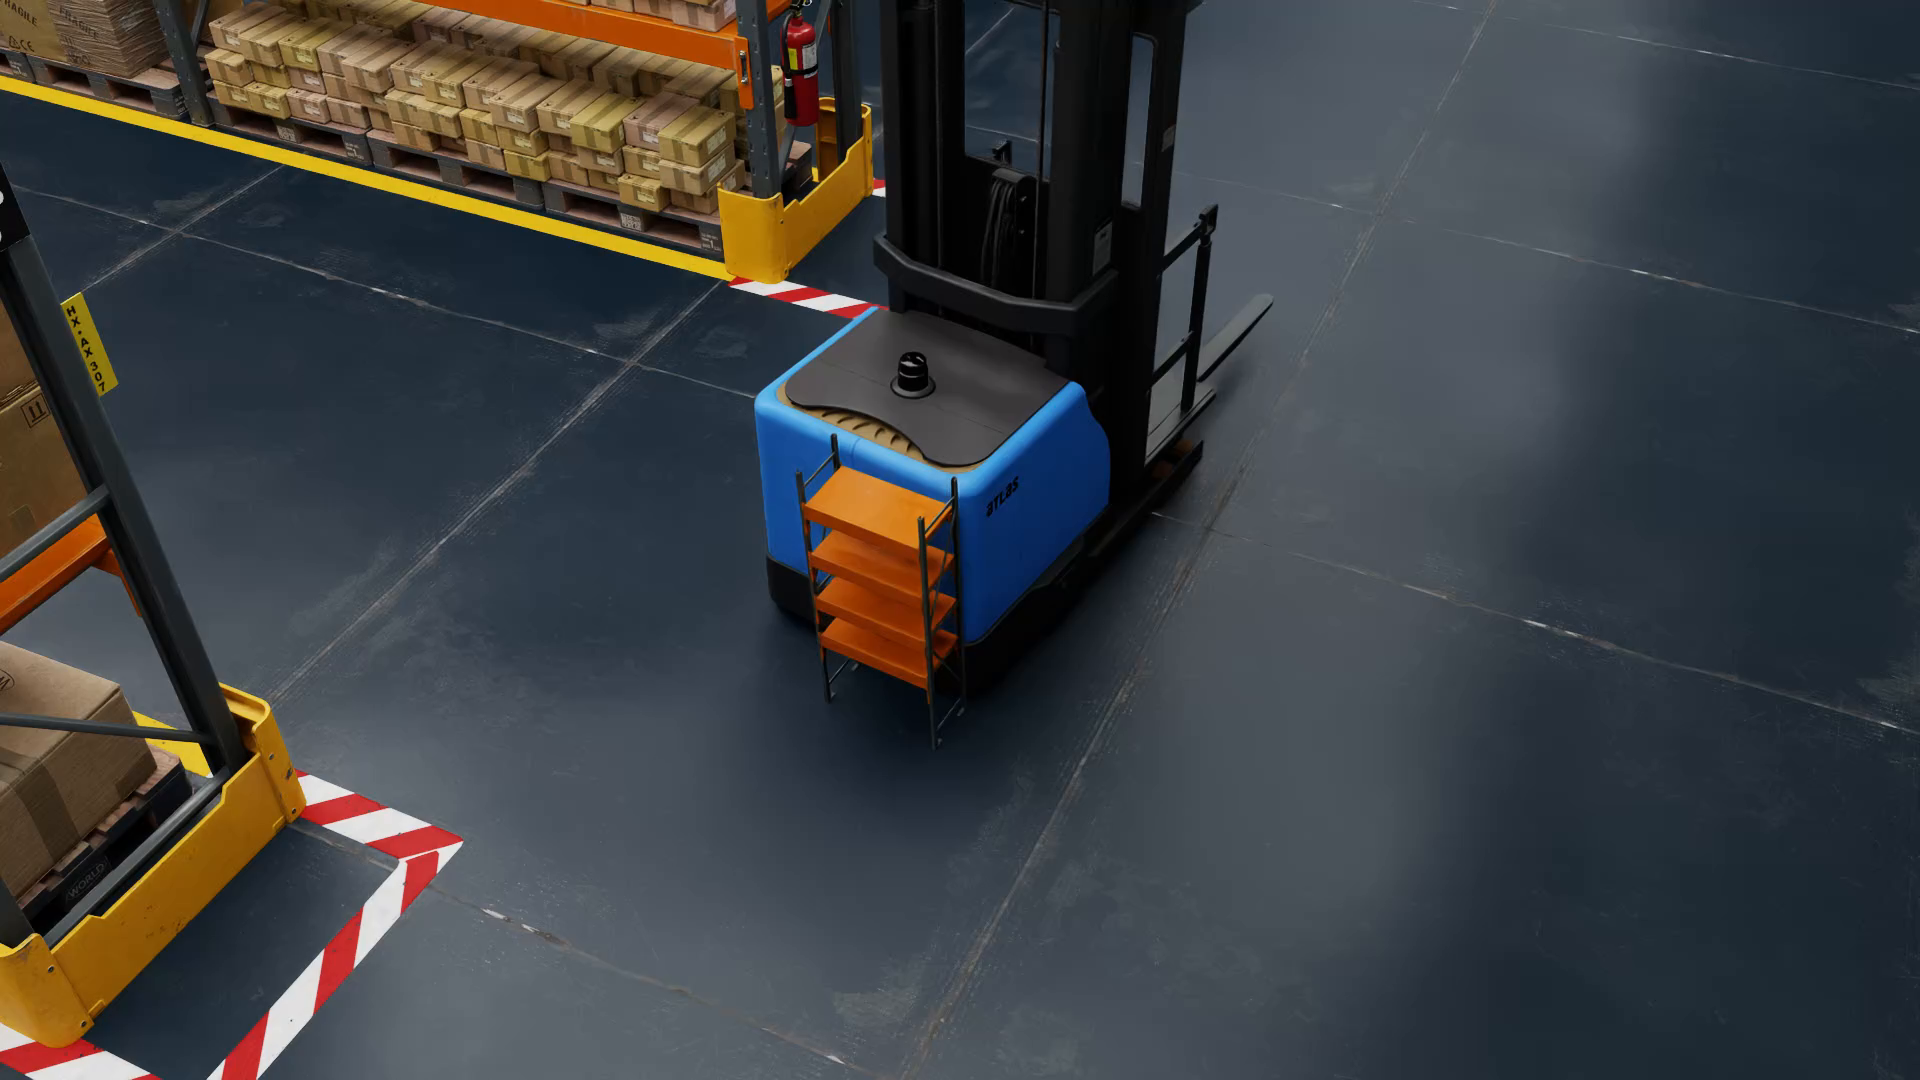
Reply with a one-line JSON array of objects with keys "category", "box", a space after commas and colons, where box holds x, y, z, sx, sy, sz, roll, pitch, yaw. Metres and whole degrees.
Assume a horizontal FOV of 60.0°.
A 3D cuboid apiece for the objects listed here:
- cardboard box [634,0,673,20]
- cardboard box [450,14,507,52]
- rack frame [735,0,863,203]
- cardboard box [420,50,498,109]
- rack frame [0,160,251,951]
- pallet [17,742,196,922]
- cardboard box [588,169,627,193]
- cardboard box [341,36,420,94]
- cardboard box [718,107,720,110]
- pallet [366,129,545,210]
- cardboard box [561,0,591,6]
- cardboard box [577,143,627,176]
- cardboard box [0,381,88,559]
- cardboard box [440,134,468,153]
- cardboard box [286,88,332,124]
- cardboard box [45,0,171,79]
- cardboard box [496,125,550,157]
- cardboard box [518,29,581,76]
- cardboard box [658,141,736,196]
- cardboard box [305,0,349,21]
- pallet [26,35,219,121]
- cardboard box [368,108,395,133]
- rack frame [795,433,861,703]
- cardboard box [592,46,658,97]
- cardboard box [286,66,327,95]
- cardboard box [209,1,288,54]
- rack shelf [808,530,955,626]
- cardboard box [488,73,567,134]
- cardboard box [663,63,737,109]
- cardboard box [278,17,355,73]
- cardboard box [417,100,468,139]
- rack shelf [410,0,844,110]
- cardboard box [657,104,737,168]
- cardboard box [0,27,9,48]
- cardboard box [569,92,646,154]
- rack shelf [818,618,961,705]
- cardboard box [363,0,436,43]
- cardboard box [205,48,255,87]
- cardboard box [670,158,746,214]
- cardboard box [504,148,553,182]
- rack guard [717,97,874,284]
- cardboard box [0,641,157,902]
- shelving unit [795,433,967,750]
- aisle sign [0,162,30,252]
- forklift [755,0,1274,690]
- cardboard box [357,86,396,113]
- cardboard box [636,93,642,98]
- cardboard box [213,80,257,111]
[{"category": "cardboard box", "box": [-1.433, -2.766, 8.343, 0.250, 0.149, 0.380, 17, 44, 19]}, {"category": "cardboard box", "box": [-2.787, -2.999, 9.822, 0.250, 0.149, 0.380, 16, 43, 17]}, {"category": "rack frame", "box": [-0.808, -2.847, 8.245, 0.127, 3.000, 1.000, 17, 44, 19]}, {"category": "cardboard box", "box": [-2.803, -2.595, 9.355, 0.250, 0.149, 0.380, 17, 44, 19]}, {"category": "rack frame", "box": [-2.809, 0.119, 4.823, 0.127, 3.000, 1.000, 17, 44, 19]}, {"category": "pallet", "box": [-3.567, 0.998, 5.938, 1.213, 0.211, 1.003, 17, 44, 19]}, {"category": "cardboard box", "box": [-1.852, -2.086, 9.222, 0.250, 0.149, 0.380, 17, 44, 18]}, {"category": "cardboard box", "box": [-3.292, -2.713, 9.491, 0.250, 0.149, 0.380, 18, 44, 20]}, {"category": "cardboard box", "box": [-1.399, -2.448, 9.413, 0.250, 0.149, 0.380, 17, 44, 18]}, {"category": "pallet", "box": [-2.700, -2.399, 9.857, 1.213, 0.211, 1.003, 17, 44, 19]}, {"category": "cardboard box", "box": [-1.907, -2.883, 8.478, 0.250, 0.149, 0.380, 18, 44, 20]}, {"category": "cardboard box", "box": [-1.879, -2.161, 9.081, 0.250, 0.149, 0.380, 15, 43, 17]}, {"category": "cardboard box", "box": [-3.123, -0.222, 5.140, 0.500, 0.500, 0.500, 17, 44, 18]}, {"category": "cardboard box", "box": [-2.776, -2.382, 9.564, 0.250, 0.149, 0.380, 18, 44, 20]}, {"category": "cardboard box", "box": [-3.750, -2.633, 9.854, 0.250, 0.149, 0.380, 17, 44, 18]}, {"category": "cardboard box", "box": [-5.210, -3.224, 10.268, 0.500, 0.500, 0.500, 16, 43, 18]}, {"category": "cardboard box", "box": [-2.353, -2.296, 9.238, 0.250, 0.149, 0.380, 18, 44, 19]}, {"category": "cardboard box", "box": [-2.340, -2.853, 9.653, 0.250, 0.149, 0.380, 18, 44, 19]}, {"category": "cardboard box", "box": [-1.407, -2.018, 8.917, 0.250, 0.149, 0.380, 16, 43, 18]}, {"category": "cardboard box", "box": [-3.752, -3.270, 10.134, 0.250, 0.149, 0.380, 18, 44, 19]}, {"category": "pallet", "box": [-5.139, -3.116, 10.684, 1.213, 0.211, 1.003, 17, 44, 19]}, {"category": "cardboard box", "box": [-3.241, -2.539, 9.745, 0.250, 0.149, 0.380, 15, 43, 17]}, {"category": "rack frame", "box": [-0.480, 0.131, 6.171, 0.015, 1.200, 0.240, 21, 48, 22]}, {"category": "cardboard box", "box": [-1.874, -2.670, 9.442, 0.250, 0.149, 0.380, 15, 43, 17]}, {"category": "cardboard box", "box": [-3.736, -2.795, 9.814, 0.250, 0.149, 0.380, 17, 44, 18]}, {"category": "cardboard box", "box": [-4.208, -3.043, 9.872, 0.250, 0.149, 0.380, 19, 44, 20]}, {"category": "rack shelf", "box": [-0.273, 0.099, 5.970, 0.480, 0.148, 0.258, 21, 48, 22]}, {"category": "cardboard box", "box": [-2.362, -2.400, 9.131, 0.250, 0.149, 0.380, 19, 44, 20]}, {"category": "cardboard box", "box": [-1.440, -2.505, 9.252, 0.250, 0.149, 0.380, 18, 44, 19]}, {"category": "cardboard box", "box": [-3.734, -2.890, 9.696, 0.250, 0.149, 0.380, 16, 44, 18]}, {"category": "cardboard box", "box": [-2.839, -2.438, 9.402, 0.250, 0.149, 0.380, 17, 44, 19]}, {"category": "rack shelf", "box": [-2.621, -3.129, 9.119, 4.000, 0.370, 1.077, 17, 44, 19]}, {"category": "cardboard box", "box": [-1.395, -2.150, 8.842, 0.250, 0.149, 0.380, 17, 44, 19]}, {"category": "cardboard box", "box": [-6.138, -3.511, 10.599, 0.500, 0.500, 0.500, 16, 43, 18]}, {"category": "cardboard box", "box": [-1.887, -2.249, 8.957, 0.250, 0.149, 0.380, 16, 43, 18]}, {"category": "rack shelf", "box": [-0.260, 0.403, 6.263, 0.480, 0.148, 0.258, 21, 48, 22]}, {"category": "cardboard box", "box": [-3.321, -3.087, 9.923, 0.250, 0.149, 0.380, 18, 44, 20]}, {"category": "cardboard box", "box": [-4.240, -2.858, 9.886, 0.250, 0.149, 0.380, 19, 44, 21]}, {"category": "cardboard box", "box": [-1.373, -1.950, 9.066, 0.250, 0.149, 0.380, 18, 44, 19]}, {"category": "cardboard box", "box": [-2.339, -2.180, 9.331, 0.250, 0.149, 0.380, 15, 43, 17]}, {"category": "rack guard", "box": [-0.877, -1.924, 9.088, 0.348, 0.500, 1.175, 17, 44, 19]}, {"category": "cardboard box", "box": [-3.450, 0.805, 5.667, 0.875, 0.438, 0.875, 16, 43, 17]}, {"category": "shelving unit", "box": [-0.268, 0.211, 6.079, 0.503, 1.200, 0.258, 21, 48, 22]}, {"category": "aisle sign", "box": [-2.622, -1.016, 4.147, 0.004, 0.787, 0.394, 17, 44, 19]}, {"category": "forklift", "box": [0.449, -1.456, 6.692, 1.130, 2.935, 3.031, 24, 46, 25]}, {"category": "cardboard box", "box": [-3.254, -2.629, 9.622, 0.250, 0.149, 0.380, 19, 44, 21]}, {"category": "cardboard box", "box": [-1.844, -2.598, 9.587, 0.250, 0.149, 0.380, 18, 44, 20]}, {"category": "cardboard box", "box": [-4.239, -2.745, 9.982, 0.250, 0.149, 0.380, 15, 43, 17]}]
